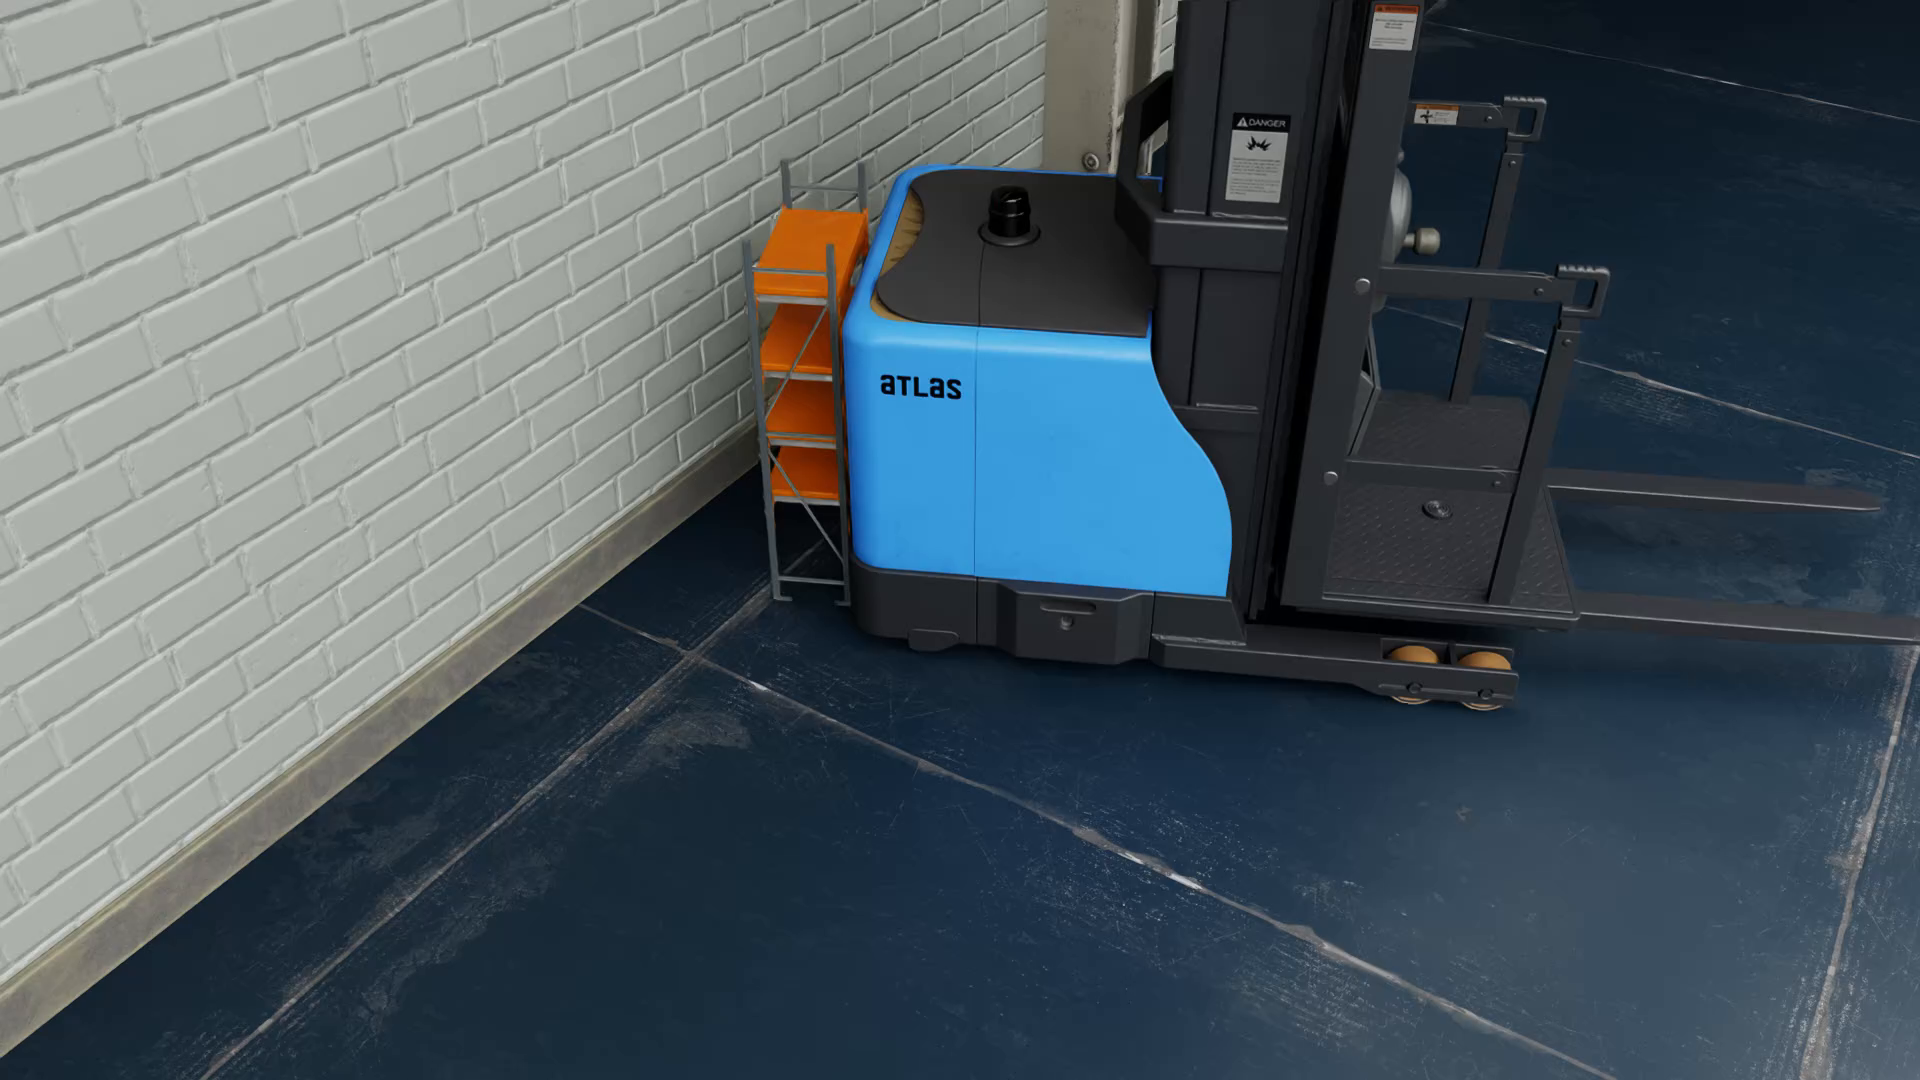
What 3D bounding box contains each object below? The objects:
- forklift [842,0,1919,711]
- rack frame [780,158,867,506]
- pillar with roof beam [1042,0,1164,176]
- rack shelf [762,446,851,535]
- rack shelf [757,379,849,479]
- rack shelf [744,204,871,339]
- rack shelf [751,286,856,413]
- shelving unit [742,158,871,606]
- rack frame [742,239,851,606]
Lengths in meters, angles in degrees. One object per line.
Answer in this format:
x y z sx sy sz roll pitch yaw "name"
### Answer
1.240 -1.033 4.189 3.031 2.935 1.130 5 38 6 "forklift"
-0.384 -0.585 5.026 0.240 1.200 0.015 4 38 5 "rack frame"
4.195 -3.473 2.384 9.100 9.000 0.400 21 42 25 "pillar with roof beam"
-0.413 -0.227 4.997 0.258 0.148 0.480 4 38 5 "rack shelf"
-0.413 -0.384 4.875 0.258 0.148 0.480 4 38 5 "rack shelf"
-0.413 -0.748 4.594 0.258 0.148 0.480 4 38 5 "rack shelf"
-0.413 -0.561 4.739 0.258 0.148 0.480 4 38 5 "rack shelf"
-0.413 -0.437 4.834 0.258 1.200 0.503 4 38 5 "shelving unit"
-0.443 -0.289 4.642 0.240 1.200 0.015 4 38 5 "rack frame"
